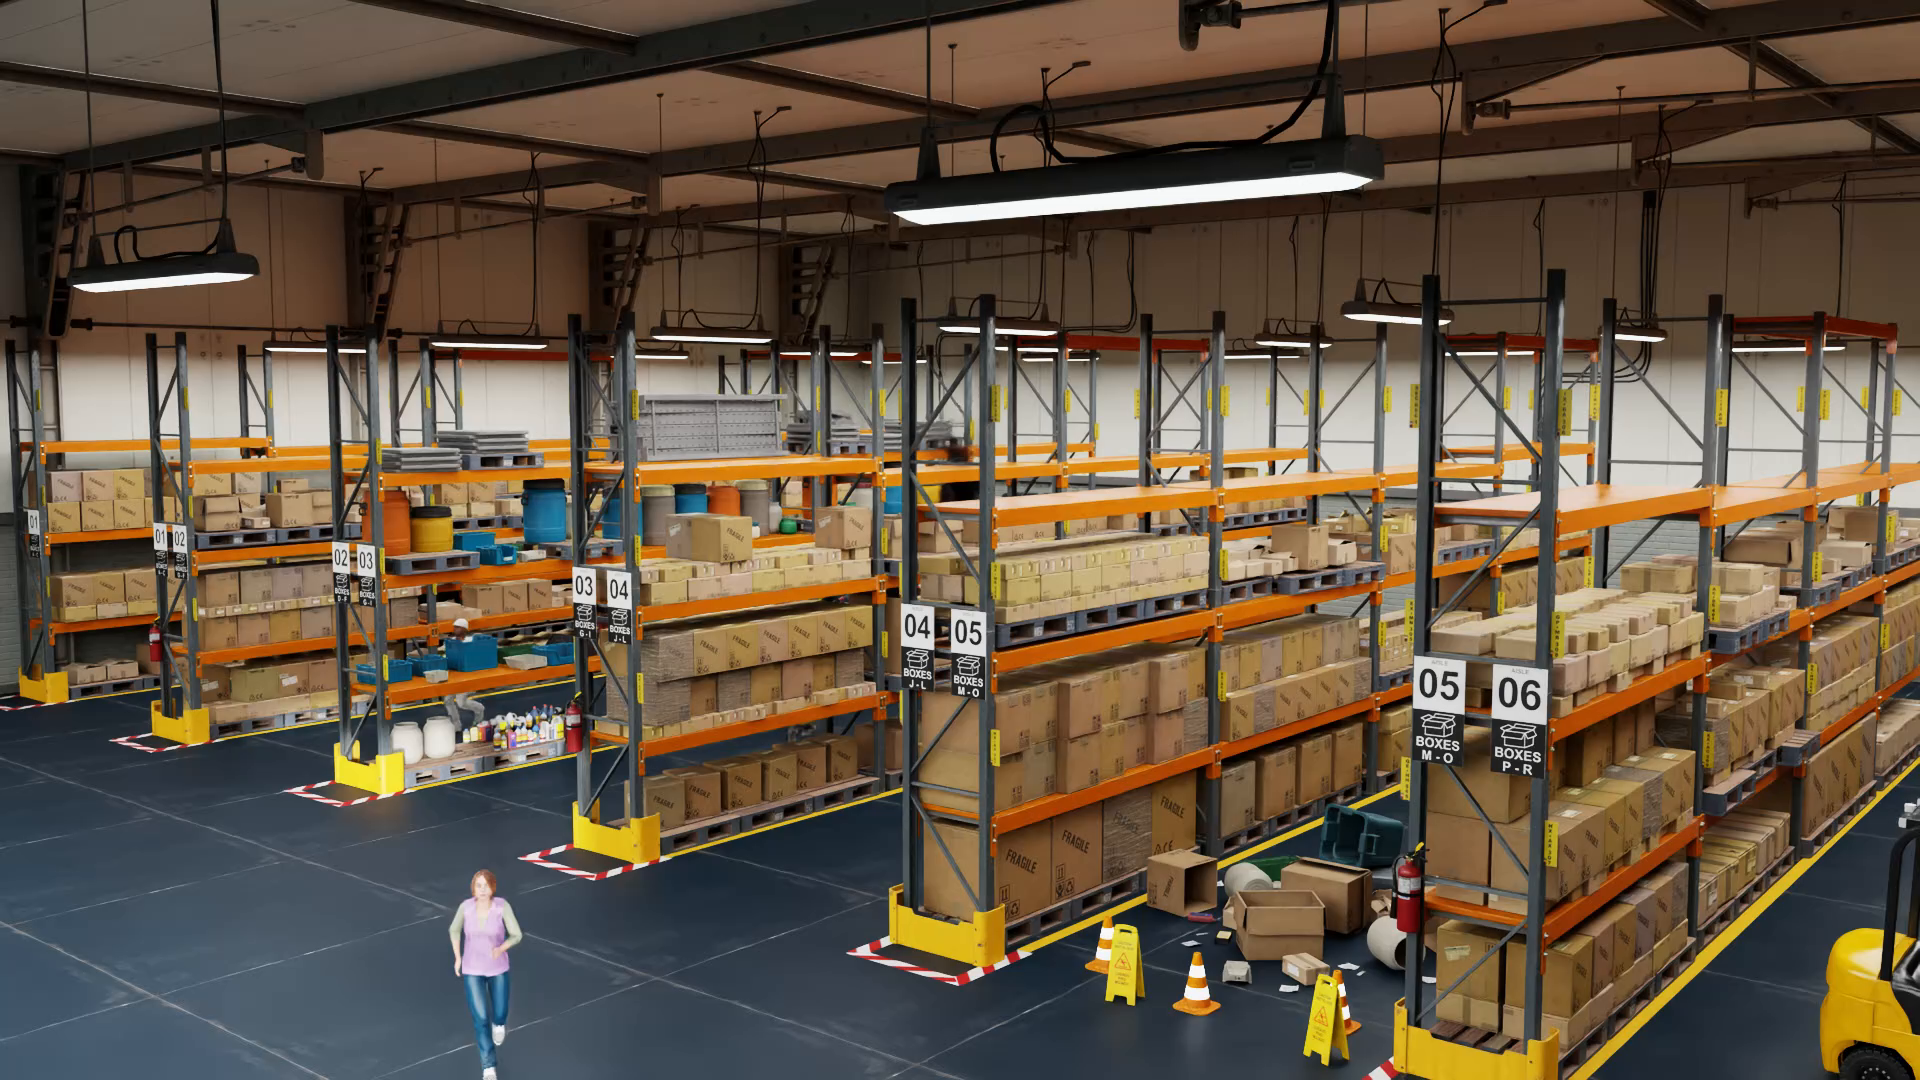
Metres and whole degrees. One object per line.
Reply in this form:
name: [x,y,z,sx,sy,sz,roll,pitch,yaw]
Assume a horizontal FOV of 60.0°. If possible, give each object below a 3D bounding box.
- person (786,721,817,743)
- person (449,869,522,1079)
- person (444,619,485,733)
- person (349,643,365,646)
person: [-2.283,2.119,23.435,0.580,1.595,0.694,3,6,29]
person: [-3.587,3.246,12.585,0.538,1.568,0.736,-1,5,-13]
person: [-7.551,2.043,25.183,0.704,1.723,0.694,3,6,26]
person: [-10.603,1.677,29.117,0.629,1.856,0.776,4,6,34]
